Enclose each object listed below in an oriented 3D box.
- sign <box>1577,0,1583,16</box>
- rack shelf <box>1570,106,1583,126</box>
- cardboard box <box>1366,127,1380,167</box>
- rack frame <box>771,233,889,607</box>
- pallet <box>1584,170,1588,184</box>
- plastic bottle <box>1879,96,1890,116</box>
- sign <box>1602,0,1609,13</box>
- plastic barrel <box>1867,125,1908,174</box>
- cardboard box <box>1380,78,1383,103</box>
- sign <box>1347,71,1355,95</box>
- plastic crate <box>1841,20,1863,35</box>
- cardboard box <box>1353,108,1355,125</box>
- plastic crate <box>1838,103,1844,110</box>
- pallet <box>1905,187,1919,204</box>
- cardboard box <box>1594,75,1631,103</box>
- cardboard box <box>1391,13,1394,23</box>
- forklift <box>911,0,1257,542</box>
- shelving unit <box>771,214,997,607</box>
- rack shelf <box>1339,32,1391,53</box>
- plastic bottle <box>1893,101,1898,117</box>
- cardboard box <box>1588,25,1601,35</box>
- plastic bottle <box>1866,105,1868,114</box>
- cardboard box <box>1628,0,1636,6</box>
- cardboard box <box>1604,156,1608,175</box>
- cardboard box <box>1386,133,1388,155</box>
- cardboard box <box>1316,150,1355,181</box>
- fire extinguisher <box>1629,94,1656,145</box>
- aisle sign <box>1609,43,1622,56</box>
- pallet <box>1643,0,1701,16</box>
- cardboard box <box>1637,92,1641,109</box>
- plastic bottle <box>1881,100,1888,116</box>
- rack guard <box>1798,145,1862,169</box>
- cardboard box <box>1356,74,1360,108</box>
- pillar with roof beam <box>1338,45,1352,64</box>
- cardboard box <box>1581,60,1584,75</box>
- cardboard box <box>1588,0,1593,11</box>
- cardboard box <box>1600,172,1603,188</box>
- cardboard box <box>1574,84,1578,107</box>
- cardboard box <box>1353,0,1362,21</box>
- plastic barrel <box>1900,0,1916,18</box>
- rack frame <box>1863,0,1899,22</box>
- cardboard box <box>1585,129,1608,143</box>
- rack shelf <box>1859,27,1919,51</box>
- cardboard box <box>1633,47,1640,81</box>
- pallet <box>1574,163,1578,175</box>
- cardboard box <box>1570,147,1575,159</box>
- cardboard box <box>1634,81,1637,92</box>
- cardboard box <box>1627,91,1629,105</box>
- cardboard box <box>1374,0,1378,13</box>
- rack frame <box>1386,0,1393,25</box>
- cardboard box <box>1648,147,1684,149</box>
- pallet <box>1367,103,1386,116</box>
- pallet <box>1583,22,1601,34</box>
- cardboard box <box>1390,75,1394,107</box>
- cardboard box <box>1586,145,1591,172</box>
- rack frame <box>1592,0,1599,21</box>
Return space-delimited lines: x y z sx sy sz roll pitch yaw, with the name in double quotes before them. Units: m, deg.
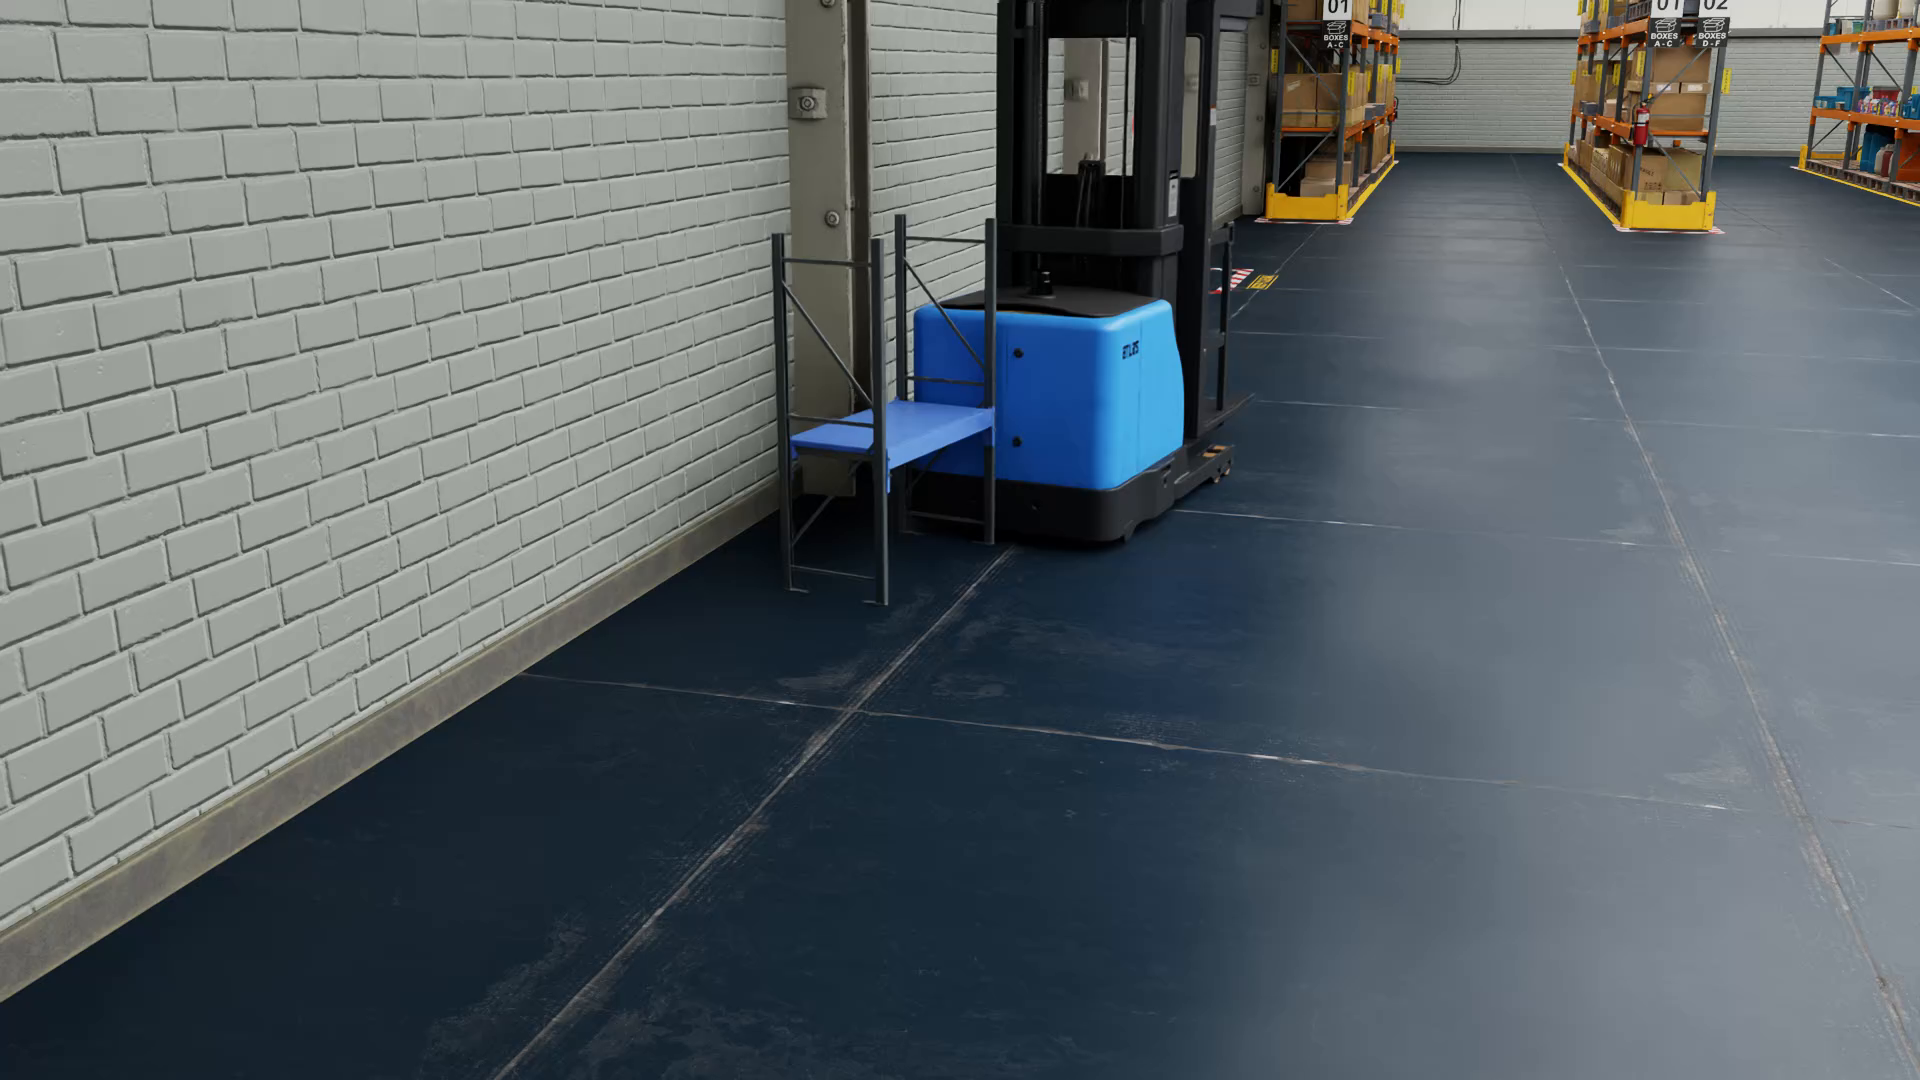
"sign" 13.872 -11.898 37.181 0.100 0.325 0.005 5 16 16
"rack shelf" 13.824 -9.123 35.815 1.077 0.370 4.000 5 16 16
"cardboard box" 7.958 -7.861 33.218 0.750 0.750 0.750 5 16 16
"rack frame" -0.526 -0.479 6.770 0.500 1.500 0.032 8 18 26
"pallet" 12.716 -7.068 32.363 1.003 0.211 1.213 5 16 16
"plastic bottle" 16.983 -7.967 30.511 0.144 0.351 0.185 5 16 16
"sign" 11.599 -9.634 29.853 0.100 0.325 0.005 5 16 16
"plastic barrel" 17.632 -7.427 31.593 0.600 0.901 0.708 5 16 16
"cardboard box" 8.052 -8.857 32.792 0.500 0.500 0.500 5 16 16
"sign" 5.615 -6.564 23.888 0.100 0.325 0.005 5 16 16
"plastic crate" 18.215 -10.437 33.851 0.437 0.282 0.530 5 16 16
"cardboard box" 5.672 -6.367 25.018 0.500 0.250 0.500 4 16 14
"plastic crate" 18.064 -8.771 33.649 0.437 0.125 0.590 5 16 16
"pallet" 16.261 -5.655 27.380 1.003 0.211 1.213 5 16 16
"cardboard box" 12.190 -8.323 30.723 0.700 0.500 0.500 -1 16 -3
"cardboard box" 8.954 -11.110 35.328 0.500 0.250 0.500 5 16 16
"forklift" 0.851 -1.758 8.656 1.130 2.935 3.031 7 17 24
"shelving unit" -0.296 -0.603 7.206 0.538 1.500 1.048 8 18 26
"rack shelf" 7.937 -9.903 33.067 1.077 0.370 4.000 5 16 16
"plastic bottle" 16.639 -7.657 29.543 0.061 0.283 0.133 5 16 16
"cardboard box" 13.139 -10.465 34.004 0.500 0.250 0.500 5 16 16
"plastic bottle" 17.289 -8.199 31.602 0.097 0.201 0.097 0 16 0
"cardboard box" 10.586 -8.502 25.601 0.500 0.500 0.500 6 17 20
"cardboard box" 10.823 -6.130 27.186 0.500 0.311 0.500 5 16 16
"cardboard box" 9.539 -9.184 38.523 0.700 0.500 0.500 5 16 16
"cardboard box" 6.708 -6.708 29.758 0.700 0.500 0.500 5 17 17
"fire extinguisher" 9.367 -5.774 22.832 0.296 0.674 0.183 5 16 16
"aisle sign" 14.706 -11.237 37.186 0.394 0.787 0.004 5 16 16
"pallet" 10.071 -7.390 23.051 1.003 0.211 1.213 5 16 16
"cardboard box" 10.428 -6.381 24.646 0.700 0.500 0.500 5 17 18
"plastic bottle" 16.898 -7.896 30.385 0.061 0.283 0.133 5 16 16
"rack guard" 19.135 -8.412 36.571 1.175 0.500 0.348 5 16 16
"cardboard box" 5.822 -6.853 25.356 0.500 0.500 0.500 4 16 14
"pillar with roof beam" 13.708 -13.701 39.644 9.100 9.000 0.400 5 16 16
"cardboard box" 13.438 -9.893 35.197 0.500 0.500 0.500 5 17 16
"cardboard box" 14.039 -11.705 36.086 0.700 0.500 0.500 5 16 16
"cardboard box" 10.968 -5.995 27.739 0.500 0.250 0.500 4 16 15
"cardboard box" 13.872 -9.809 36.733 0.500 0.500 0.500 4 16 15
"cardboard box" 5.617 -7.896 24.454 0.500 0.500 0.500 6 17 20
"plastic barrel" 17.227 -9.700 30.016 0.433 0.535 0.433 0 16 0
"rack frame" 18.004 -11.447 31.696 1.000 3.000 0.127 5 16 16
"cardboard box" 12.601 -7.946 32.749 0.500 0.250 0.500 5 16 16
"rack shelf" 17.436 -9.134 30.358 1.077 0.370 4.000 5 16 16
"cardboard box" 10.720 -7.276 25.425 0.700 0.500 0.500 5 16 16
"pallet" 13.452 -7.784 34.886 1.003 0.211 1.213 5 16 16
"cardboard box" 13.682 -8.499 36.530 0.500 0.250 0.500 5 16 16
"cardboard box" 10.358 -6.820 25.006 0.380 0.149 0.250 4 16 14
"cardboard box" 11.366 -7.238 27.669 0.500 0.500 0.500 6 17 20
"cardboard box" 8.054 -10.659 33.427 0.700 0.500 0.500 4 16 15
"rack frame" 8.505 -12.215 34.404 1.000 3.000 0.127 5 16 16
"cardboard box" 10.907 -5.825 25.763 0.500 0.500 0.500 5 16 16
"pallet" 7.268 -7.996 30.873 1.213 0.211 1.003 5 16 16
"pallet" 13.003 -10.133 32.906 1.213 0.211 1.003 5 16 16
"cardboard box" 9.311 -10.194 37.724 0.980 0.700 0.700 4 16 15
"cardboard box" 12.307 -7.307 31.868 0.500 0.500 0.500 4 16 14
"rack frame" 13.256 -11.832 33.053 1.000 3.000 0.127 5 16 16
